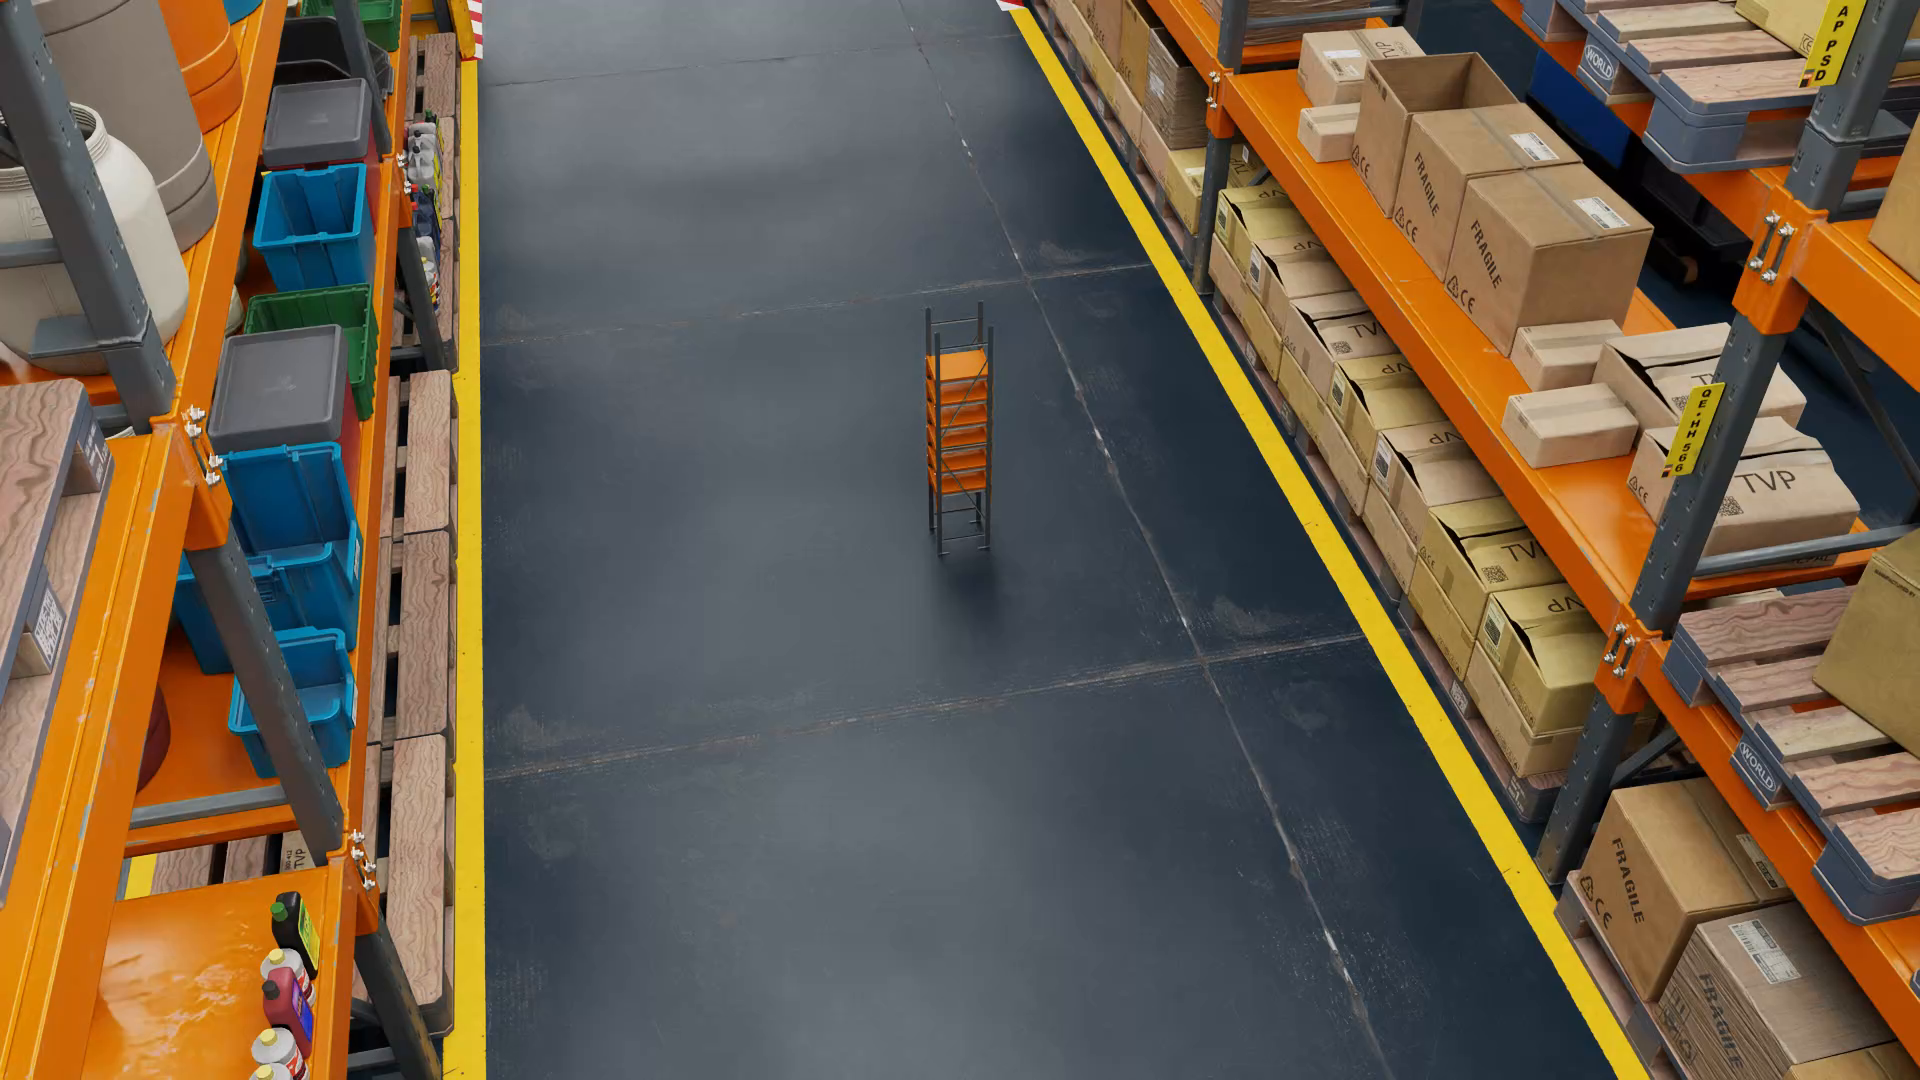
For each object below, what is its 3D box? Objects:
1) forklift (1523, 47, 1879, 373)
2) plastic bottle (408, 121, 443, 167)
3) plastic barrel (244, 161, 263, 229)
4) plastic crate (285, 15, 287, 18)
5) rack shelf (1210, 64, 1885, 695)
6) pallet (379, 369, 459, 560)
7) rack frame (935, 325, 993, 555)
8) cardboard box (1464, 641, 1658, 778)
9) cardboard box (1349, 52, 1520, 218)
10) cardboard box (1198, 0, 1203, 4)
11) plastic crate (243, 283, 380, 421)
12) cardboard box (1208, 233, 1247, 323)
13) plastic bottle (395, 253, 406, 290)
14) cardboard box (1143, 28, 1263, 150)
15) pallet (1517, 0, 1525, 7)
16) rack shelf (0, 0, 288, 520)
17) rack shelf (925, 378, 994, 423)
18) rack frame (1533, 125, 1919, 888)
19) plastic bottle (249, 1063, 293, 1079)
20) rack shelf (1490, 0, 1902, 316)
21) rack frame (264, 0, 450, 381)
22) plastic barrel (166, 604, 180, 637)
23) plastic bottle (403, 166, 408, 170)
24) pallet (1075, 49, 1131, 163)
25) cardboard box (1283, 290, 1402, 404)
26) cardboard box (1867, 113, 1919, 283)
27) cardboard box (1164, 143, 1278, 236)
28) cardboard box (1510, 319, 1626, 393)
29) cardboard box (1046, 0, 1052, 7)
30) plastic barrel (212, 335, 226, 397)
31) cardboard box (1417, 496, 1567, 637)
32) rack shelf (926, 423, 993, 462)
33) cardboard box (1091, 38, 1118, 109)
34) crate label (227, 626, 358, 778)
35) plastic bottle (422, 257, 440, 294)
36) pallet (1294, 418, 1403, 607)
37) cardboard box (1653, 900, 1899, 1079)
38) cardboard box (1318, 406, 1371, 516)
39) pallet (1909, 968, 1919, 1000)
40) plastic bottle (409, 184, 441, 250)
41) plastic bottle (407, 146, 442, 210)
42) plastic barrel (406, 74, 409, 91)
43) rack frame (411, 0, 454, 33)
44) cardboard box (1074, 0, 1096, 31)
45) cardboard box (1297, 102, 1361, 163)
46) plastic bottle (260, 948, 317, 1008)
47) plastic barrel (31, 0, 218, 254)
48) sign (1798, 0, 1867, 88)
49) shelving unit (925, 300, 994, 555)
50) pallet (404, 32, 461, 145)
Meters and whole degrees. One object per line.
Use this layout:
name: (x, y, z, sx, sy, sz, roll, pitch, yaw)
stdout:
forklift: (4.349, -2.774, 8.449, 1.130, 2.935, 3.031, -11, 43, -12)
plastic bottle: (-3.079, -2.289, 9.571, 0.152, 0.276, 0.135, -8, 42, -9)
plastic barrel: (-3.280, -1.738, 6.853, 0.600, 0.901, 0.708, -8, 42, -9)
plastic crate: (-3.572, -2.468, 8.164, 0.499, 0.251, 0.616, -8, 42, -9)
rack shelf: (2.201, -0.987, 6.926, 1.077, 0.370, 4.000, -8, 42, -9)
pallet: (-2.861, -0.298, 7.709, 1.003, 0.211, 1.213, -8, 42, -9)
rack frame: (0.017, -0.399, 7.077, 0.240, 1.200, 0.006, -8, 42, -9)
cardboard box: (2.281, 0.606, 6.345, 0.500, 0.250, 0.500, -7, 42, -8)
cardboard box: (2.033, -1.748, 7.166, 0.500, 0.500, 0.500, -6, 42, -6)
cardboard box: (1.547, -3.217, 8.821, 0.700, 0.500, 0.500, -9, 42, -10)
plastic crate: (-2.416, -0.677, 6.195, 0.450, 0.188, 0.662, -8, 42, -9)
cardboard box: (1.615, -1.384, 8.586, 0.500, 0.250, 0.500, -9, 42, -10)
plastic bottle: (-2.909, -1.453, 8.624, 0.061, 0.283, 0.133, -8, 42, -9)
cardboard box: (1.359, -2.556, 9.342, 0.500, 0.500, 0.500, -8, 42, -9)
pallet: (2.155, -2.162, 5.591, 1.003, 0.211, 1.213, -7, 42, -7)
rack shelf: (-2.636, -1.401, 5.133, 1.077, 0.370, 4.000, -8, 42, -9)
rack shelf: (-0.003, -0.604, 7.014, 0.258, 0.103, 0.180, -8, 42, -9)
rack frame: (2.633, 0.041, 5.226, 1.000, 3.000, 0.127, -8, 42, -9)
plastic bottle: (-1.623, 1.313, 3.942, 0.097, 0.201, 0.097, 0, 42, 0)
rack shelf: (2.201, -2.108, 5.930, 1.077, 0.370, 4.000, -8, 42, -9)
rack frame: (-3.068, -1.845, 7.350, 1.000, 3.000, 0.127, -8, 42, -9)
plastic barrel: (-2.635, 0.070, 5.109, 0.421, 0.512, 0.421, 0, 42, 0)
plastic bottle: (-3.118, -2.018, 9.322, 0.097, 0.201, 0.097, 0, 42, 0)
pallet: (1.372, -2.823, 10.553, 1.003, 0.211, 1.213, -8, 42, -9)
cardboard box: (1.831, -0.926, 7.648, 0.500, 0.311, 0.500, -10, 43, -11)
cardboard box: (2.760, -0.841, 3.884, 0.910, 0.500, 0.500, -8, 42, -9)
cardboard box: (1.456, -1.950, 9.224, 0.500, 0.250, 0.500, -8, 42, -9)
cardboard box: (2.303, -0.684, 6.232, 0.380, 0.149, 0.250, -5, 42, -6)
cardboard box: (0.805, -3.894, 11.414, 0.500, 0.250, 0.500, -8, 42, -9)
plastic barrel: (-2.917, -0.768, 6.036, 0.433, 0.535, 0.433, 0, 42, 0)
cardboard box: (2.161, 0.062, 6.535, 0.500, 0.311, 0.500, -9, 42, -10)
rack shelf: (-0.003, -0.425, 7.174, 0.258, 0.103, 0.180, -8, 42, -9)
cardboard box: (1.127, -2.922, 10.319, 0.500, 0.250, 0.500, -8, 42, -9)
crate label: (-1.929, 0.484, 4.853, 0.303, 0.233, 0.416, -8, 42, -9)
plastic bottle: (-2.753, -1.364, 8.585, 0.097, 0.201, 0.097, 0, 42, 0)
pallet: (2.233, -0.245, 7.649, 1.003, 0.211, 1.213, -8, 42, -9)
cardboard box: (2.571, 1.486, 5.150, 0.500, 0.500, 0.500, -10, 43, -11)
cardboard box: (1.947, -0.387, 7.463, 0.500, 0.250, 0.500, -8, 42, -8)
pallet: (3.057, 1.372, 3.871, 1.003, 0.211, 1.213, -8, 42, -9)
plastic bottle: (-2.878, -1.724, 8.878, 0.144, 0.351, 0.185, -10, 43, -11)
plastic bottle: (-2.969, -1.999, 9.188, 0.144, 0.351, 0.185, -9, 42, -10)
plastic barrel: (-3.606, -2.924, 10.124, 0.421, 0.512, 0.421, 0, 42, 0)
rack frame: (-3.931, -4.438, 10.271, 1.000, 3.000, 0.127, -8, 42, -9)
cardboard box: (1.035, -3.529, 10.437, 0.500, 0.500, 0.500, -8, 42, -9)
cardboard box: (1.761, -1.855, 7.551, 0.380, 0.149, 0.250, -8, 42, -9)
plastic bottle: (-1.694, 1.101, 4.182, 0.097, 0.201, 0.097, 0, 42, 0)
plastic barrel: (-2.170, -1.125, 3.902, 0.600, 0.901, 0.600, 0, 42, 0)
sign: (2.089, -1.230, 3.949, 0.100, 0.325, 0.005, -8, 42, -9)
shelving unit: (-0.003, -0.458, 7.144, 0.258, 1.200, 0.189, -8, 42, -9)
pallet: (-3.699, -2.825, 10.555, 1.003, 0.211, 1.213, -8, 42, -9)
